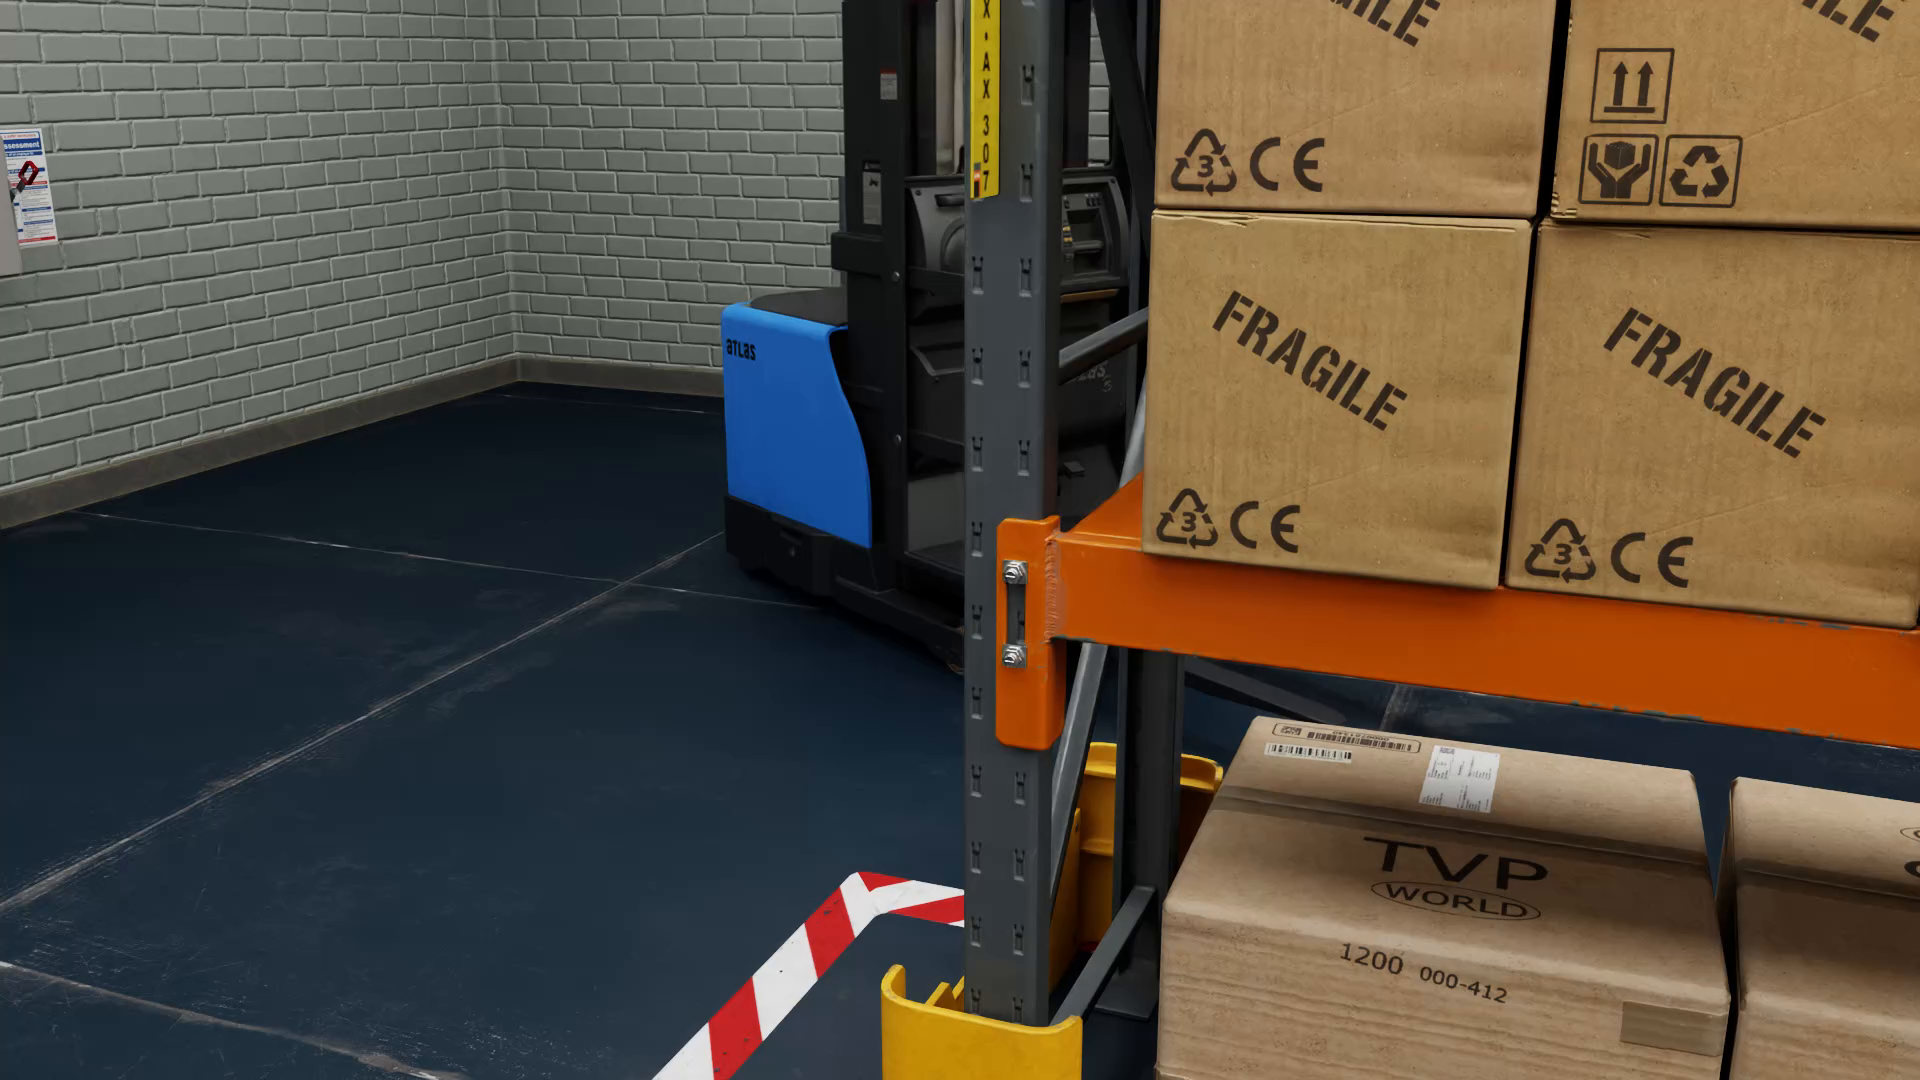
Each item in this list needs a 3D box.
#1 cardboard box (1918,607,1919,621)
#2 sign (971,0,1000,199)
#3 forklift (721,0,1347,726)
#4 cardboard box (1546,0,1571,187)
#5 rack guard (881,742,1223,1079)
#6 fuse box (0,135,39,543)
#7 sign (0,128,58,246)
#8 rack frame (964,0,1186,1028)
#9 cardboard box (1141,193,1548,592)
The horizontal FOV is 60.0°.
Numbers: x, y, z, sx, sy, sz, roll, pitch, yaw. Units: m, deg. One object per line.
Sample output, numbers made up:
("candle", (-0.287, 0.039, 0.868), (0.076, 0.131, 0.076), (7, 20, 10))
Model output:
("cardboard box", (1.533, -0.156, 2.151), (0.500, 0.500, 0.500), (6, 17, 20))
("sign", (0.035, -0.643, 2.314), (0.005, 0.325, 0.100), (6, 17, 21))
("forklift", (0.355, -1.067, 5.593), (1.130, 2.935, 3.031), (-12, 20, -37))
("cardboard box", (0.780, -0.873, 2.829), (0.500, 0.500, 0.500), (7, 18, 22))
("rack guard", (0.222, 0.865, 3.297), (0.348, 0.500, 1.175), (6, 17, 21))
("fuse box", (-4.103, -0.815, 6.911), (0.414, 1.711, 0.539), (6, 17, 21))
("sign", (-4.114, -1.537, 7.258), (0.001, 0.494, 0.329), (6, 17, 21))
("rack frame", (0.244, -0.333, 2.940), (0.127, 3.000, 1.000), (6, 17, 21))
("cardboard box", (0.586, -0.257, 2.500), (0.500, 0.500, 0.500), (6, 17, 20))
